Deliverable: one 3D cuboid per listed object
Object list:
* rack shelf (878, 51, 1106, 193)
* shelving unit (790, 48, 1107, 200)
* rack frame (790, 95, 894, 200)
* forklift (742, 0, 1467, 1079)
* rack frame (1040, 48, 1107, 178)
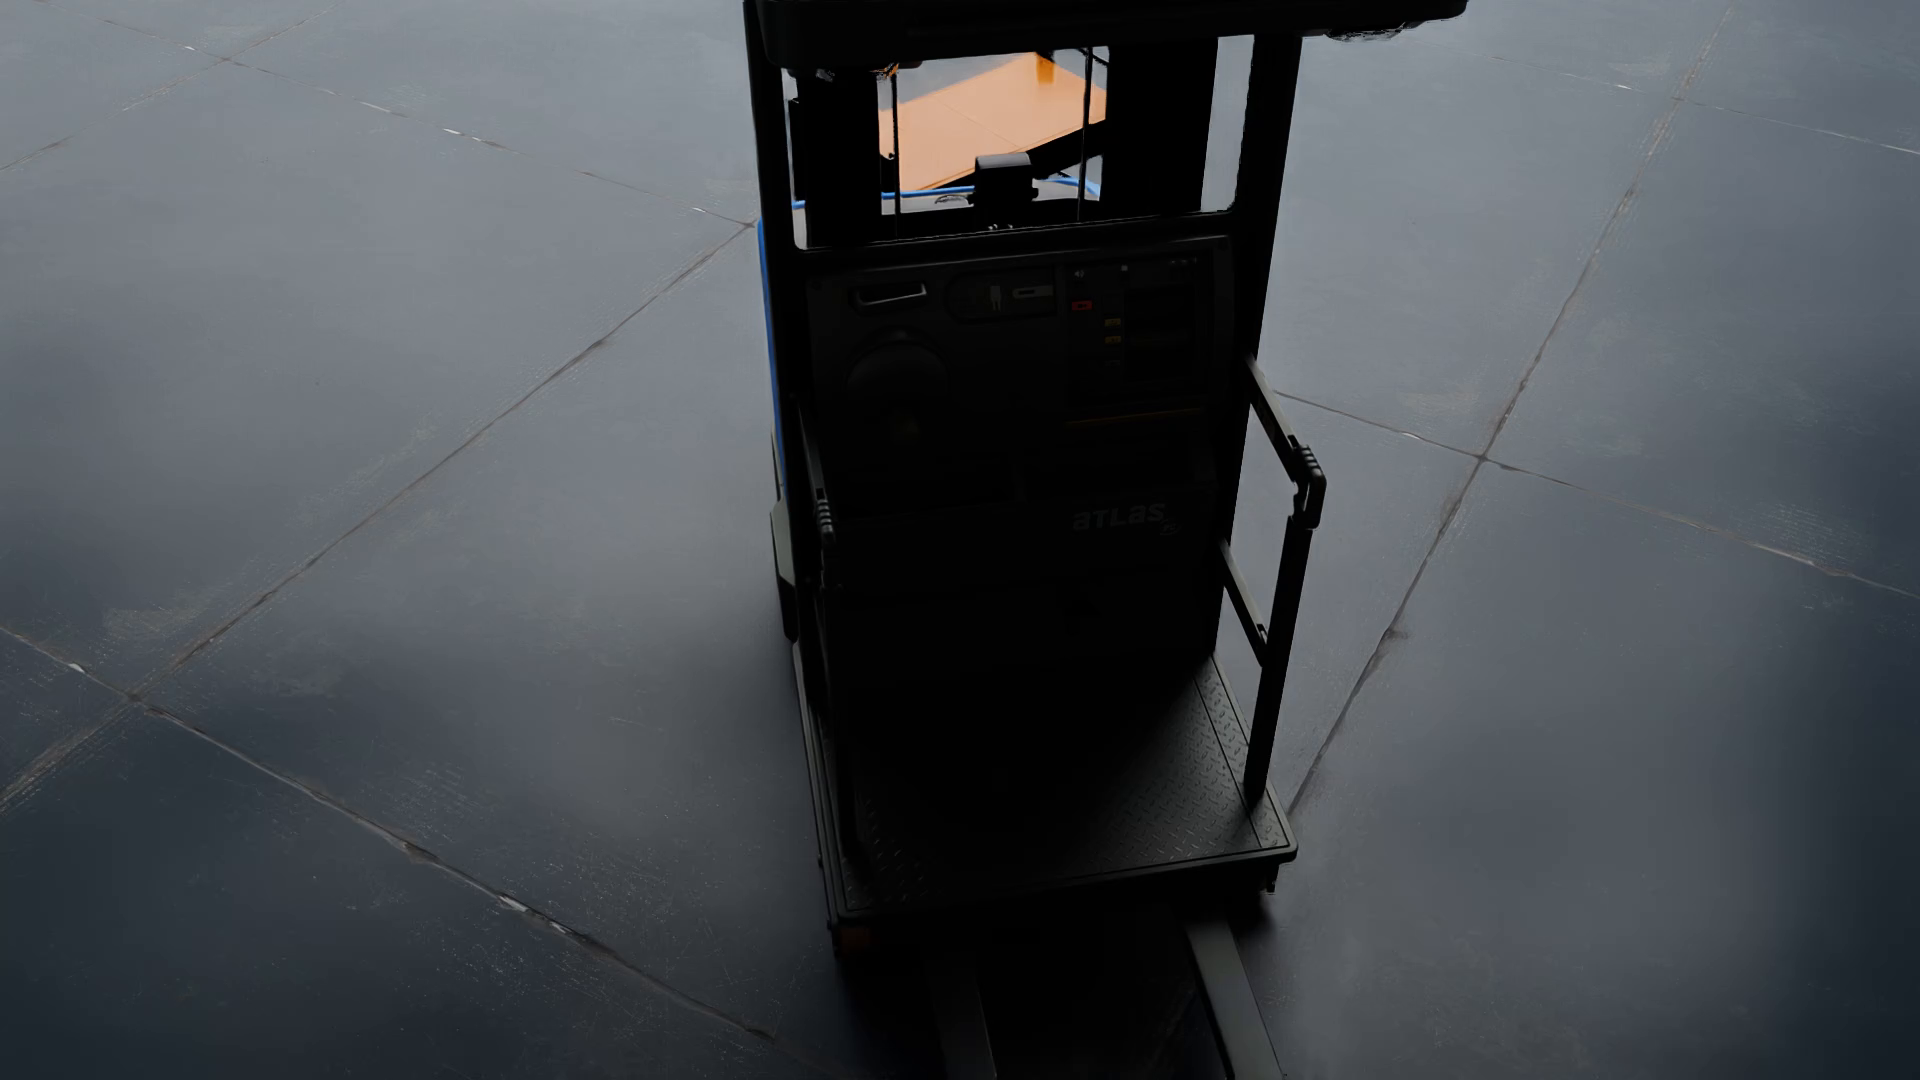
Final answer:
[{"bbox_3d":[0.044,-1.242,5.367,1.000,0.278,0.538,-28,49,-28],"label":"rack shelf"},{"bbox_3d":[0.044,-1.023,5.560,1.048,1.125,0.538,-28,49,-28],"label":"shelving unit"},{"bbox_3d":[-0.350,-0.810,5.319,0.032,1.125,0.500,-28,49,-28],"label":"rack frame"},{"bbox_3d":[0.178,-0.351,3.431,1.130,2.935,3.031,-7,42,-8],"label":"forklift"},{"bbox_3d":[0.438,-1.235,5.801,0.032,1.125,0.500,-28,49,-28],"label":"rack frame"}]
